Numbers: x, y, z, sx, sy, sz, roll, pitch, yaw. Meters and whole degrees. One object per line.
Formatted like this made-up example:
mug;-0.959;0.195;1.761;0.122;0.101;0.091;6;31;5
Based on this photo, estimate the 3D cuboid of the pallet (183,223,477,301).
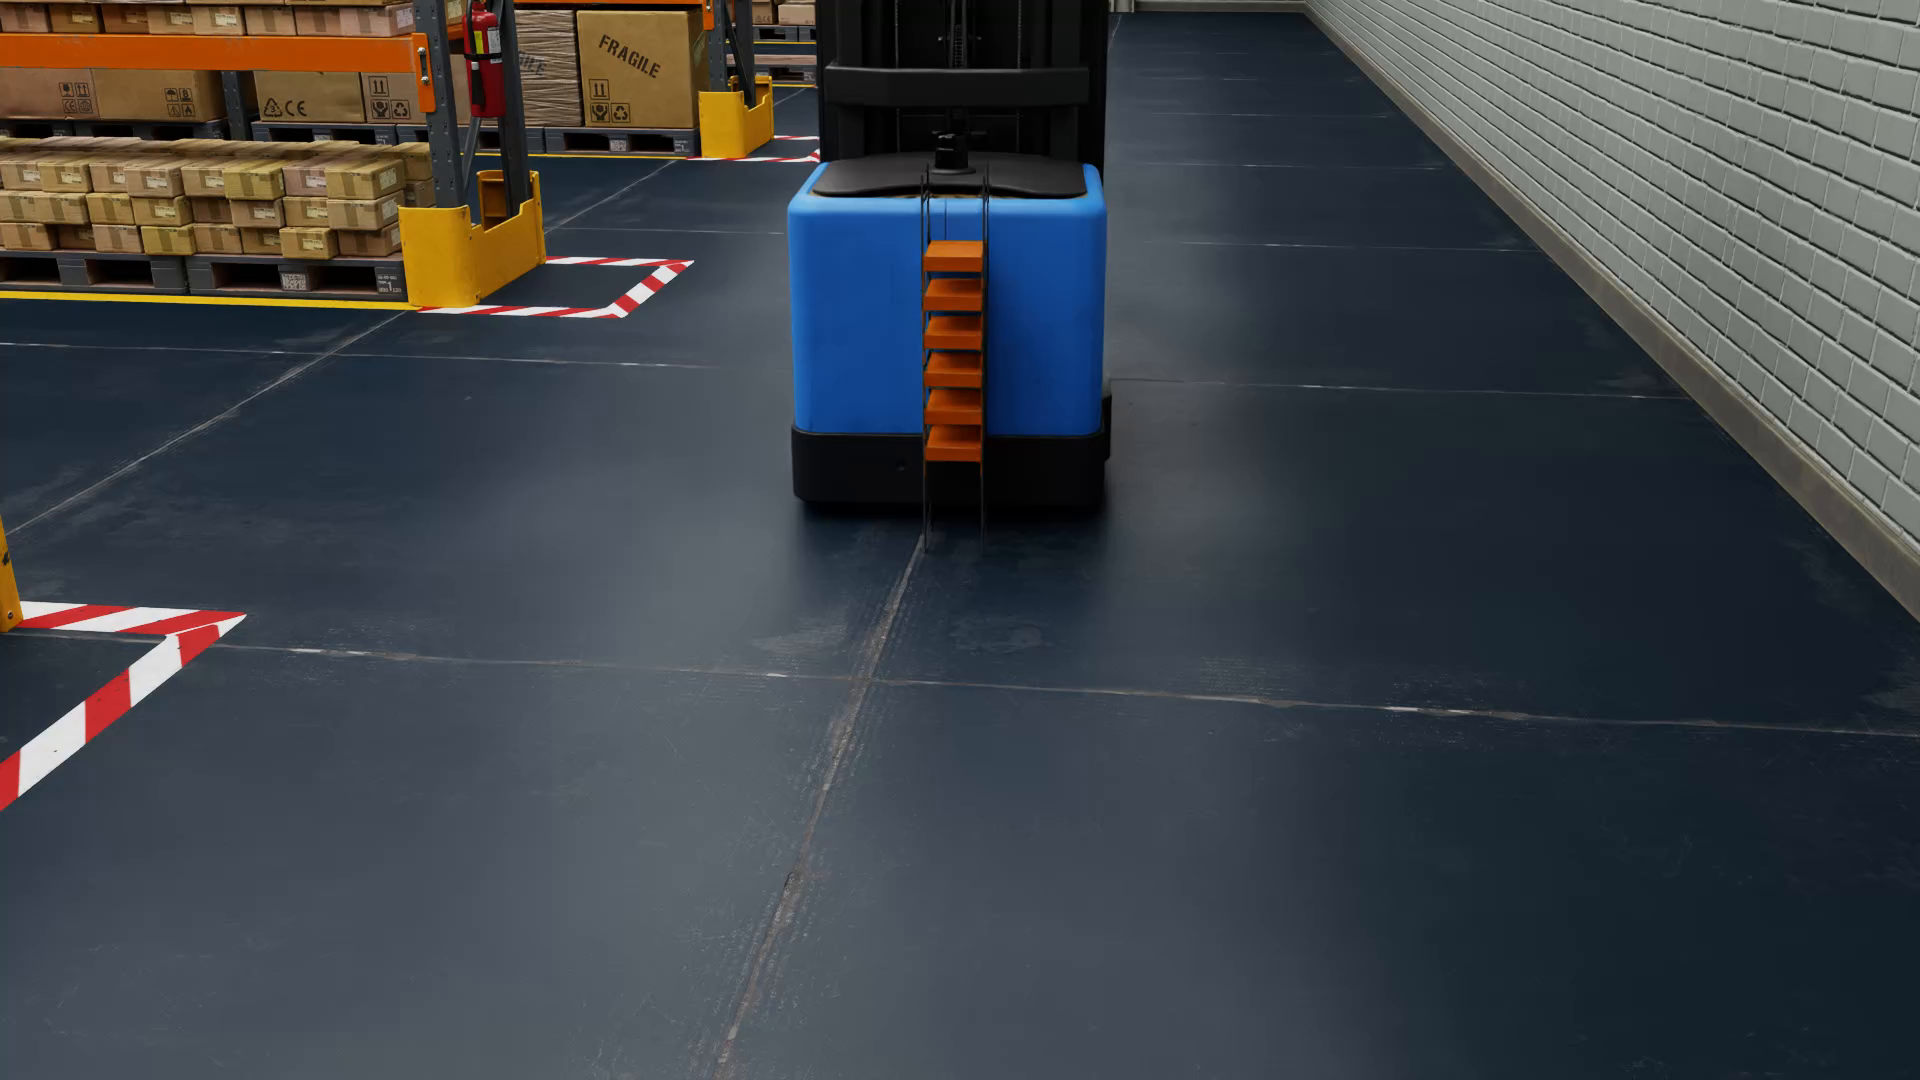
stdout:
pallet;-3.380;-1.536;9.039;1.213;0.211;1.003;2;22;6

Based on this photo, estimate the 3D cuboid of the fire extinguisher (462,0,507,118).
fire extinguisher;-2.306;-2.393;8.025;0.183;0.674;0.296;2;22;6

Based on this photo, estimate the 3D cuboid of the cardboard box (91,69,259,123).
cardboard box;-6.428;-3.989;13.768;0.875;0.875;1.225;3;22;6

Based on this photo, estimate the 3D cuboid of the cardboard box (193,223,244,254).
cardboard box;-3.815;-1.621;8.766;0.250;0.149;0.380;3;22;7

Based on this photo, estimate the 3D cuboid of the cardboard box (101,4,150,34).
cardboard box;-4.128;-2.664;8.439;0.250;0.149;0.380;2;22;4

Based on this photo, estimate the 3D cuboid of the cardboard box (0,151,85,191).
cardboard box;-4.848;-1.958;8.811;0.250;0.149;0.380;2;22;4

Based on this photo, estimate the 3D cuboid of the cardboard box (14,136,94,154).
cardboard box;-5.055;-2.158;9.316;0.250;0.149;0.380;1;22;4

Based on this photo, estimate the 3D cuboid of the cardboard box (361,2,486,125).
cardboard box;-4.250;-3.872;13.472;0.875;0.875;0.875;2;22;6

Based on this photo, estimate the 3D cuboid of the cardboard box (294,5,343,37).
cardboard box;-3.101;-2.600;8.279;0.250;0.149;0.380;2;22;6

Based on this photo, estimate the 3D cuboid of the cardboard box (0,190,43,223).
cardboard box;-4.862;-1.787;8.783;0.250;0.149;0.380;2;22;6

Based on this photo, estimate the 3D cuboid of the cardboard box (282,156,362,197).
cardboard box;-3.300;-1.890;8.638;0.250;0.149;0.380;3;22;7

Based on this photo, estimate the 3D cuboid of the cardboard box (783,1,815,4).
cardboard box;-2.148;-7.301;22.969;0.500;0.250;0.500;2;22;6

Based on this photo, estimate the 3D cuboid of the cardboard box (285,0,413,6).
cardboard box;-2.978;-2.892;8.134;0.500;0.500;0.500;3;22;7

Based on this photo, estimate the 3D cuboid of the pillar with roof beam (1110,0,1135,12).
pillar with roof beam;2.207;-11.431;22.113;0.400;9.000;9.100;2;22;6

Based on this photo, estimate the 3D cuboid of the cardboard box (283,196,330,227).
cardboard box;-3.313;-1.739;8.661;0.250;0.149;0.380;2;22;5

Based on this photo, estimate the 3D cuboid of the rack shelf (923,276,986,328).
rack shelf;-0.014;-0.737;5.140;0.180;0.103;0.258;1;22;4

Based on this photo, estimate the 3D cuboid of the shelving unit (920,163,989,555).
shelving unit;-0.014;-0.555;5.212;0.189;1.200;0.258;1;22;4

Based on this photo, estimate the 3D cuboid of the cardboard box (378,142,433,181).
cardboard box;-2.982;-2.075;9.105;0.250;0.149;0.380;2;22;4

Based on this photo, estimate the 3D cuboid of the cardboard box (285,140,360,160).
cardboard box;-3.505;-2.100;9.170;0.250;0.149;0.380;2;22;6

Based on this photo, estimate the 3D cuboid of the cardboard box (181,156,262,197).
cardboard box;-3.822;-1.889;8.636;0.250;0.149;0.380;2;22;4

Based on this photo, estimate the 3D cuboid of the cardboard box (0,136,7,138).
cardboard box;-5.584;-2.176;9.361;0.250;0.149;0.380;2;22;6

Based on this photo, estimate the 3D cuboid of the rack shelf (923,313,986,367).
rack shelf;-0.014;-0.626;5.184;0.180;0.103;0.258;1;22;4

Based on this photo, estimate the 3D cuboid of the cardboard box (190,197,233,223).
cardboard box;-3.831;-1.779;8.762;0.250;0.149;0.380;2;22;6

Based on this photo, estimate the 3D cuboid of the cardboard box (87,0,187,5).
cardboard box;-3.994;-2.935;8.242;0.500;0.500;0.500;3;22;6

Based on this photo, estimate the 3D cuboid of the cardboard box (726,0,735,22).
cardboard box;-3.276;-7.379;23.082;0.500;0.311;0.500;2;22;6

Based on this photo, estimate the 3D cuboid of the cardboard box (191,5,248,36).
cardboard box;-3.608;-2.608;8.299;0.250;0.149;0.380;3;22;8

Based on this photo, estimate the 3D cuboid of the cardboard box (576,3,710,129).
cardboard box;-2.463;-3.794;13.275;0.875;0.875;0.875;2;22;6

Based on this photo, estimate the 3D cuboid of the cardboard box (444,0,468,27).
cardboard box;-2.785;-2.799;8.780;0.250;0.149;0.380;2;22;6

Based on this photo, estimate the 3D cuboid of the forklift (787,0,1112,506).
forklift;0.018;-1.972;6.441;1.130;2.935;3.031;1;22;2

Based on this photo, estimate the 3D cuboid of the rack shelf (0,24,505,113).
rack shelf;-4.488;-2.534;8.747;4.000;0.370;1.077;2;22;6

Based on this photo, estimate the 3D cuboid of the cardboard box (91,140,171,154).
cardboard box;-4.552;-2.100;9.170;0.250;0.149;0.380;3;22;6

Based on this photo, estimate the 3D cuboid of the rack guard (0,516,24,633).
rack guard;-2.960;0.193;4.271;0.348;0.500;1.175;2;22;6

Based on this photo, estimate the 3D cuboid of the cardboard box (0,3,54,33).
cardboard box;-4.646;-2.672;8.461;0.250;0.149;0.380;3;22;8

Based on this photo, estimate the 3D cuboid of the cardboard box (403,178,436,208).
cardboard box;-2.992;-1.906;9.083;0.250;0.149;0.380;3;22;9

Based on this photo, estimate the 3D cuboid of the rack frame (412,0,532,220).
rack frame;-2.502;-2.782;8.396;0.127;3.000;1.000;2;22;6

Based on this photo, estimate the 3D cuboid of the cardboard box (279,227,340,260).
cardboard box;-3.316;-1.572;8.643;0.250;0.149;0.380;3;22;8

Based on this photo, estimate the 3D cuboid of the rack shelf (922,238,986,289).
rack shelf;-0.014;-0.849;5.096;0.180;0.103;0.258;1;22;4

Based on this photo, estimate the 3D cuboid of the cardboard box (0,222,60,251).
cardboard box;-4.857;-1.650;8.840;0.250;0.149;0.380;2;22;5

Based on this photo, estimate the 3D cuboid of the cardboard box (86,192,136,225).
cardboard box;-4.344;-1.766;8.728;0.250;0.149;0.380;4;22;9

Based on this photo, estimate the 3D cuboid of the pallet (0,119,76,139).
pallet;-7.780;-3.522;14.062;1.213;0.211;1.003;2;22;6

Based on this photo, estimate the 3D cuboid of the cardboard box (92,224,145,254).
cardboard box;-4.345;-1.628;8.785;0.250;0.149;0.380;3;22;7

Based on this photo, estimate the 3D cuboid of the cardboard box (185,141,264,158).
cardboard box;-4.035;-2.096;9.159;0.250;0.149;0.380;3;22;8

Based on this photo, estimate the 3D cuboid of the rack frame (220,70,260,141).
rack frame;-5.790;-4.761;13.403;0.127;3.000;1.000;2;22;6

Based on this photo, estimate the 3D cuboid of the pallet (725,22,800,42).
pallet;-2.724;-6.999;22.857;1.213;0.211;1.003;2;22;6

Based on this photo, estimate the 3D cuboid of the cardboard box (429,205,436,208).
cardboard box;-2.984;-1.791;9.196;0.250;0.149;0.380;3;22;7

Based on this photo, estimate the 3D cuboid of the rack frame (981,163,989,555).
rack frame;0.078;-0.553;5.206;0.006;1.200;0.240;1;22;4

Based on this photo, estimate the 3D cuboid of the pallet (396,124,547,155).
pallet;-3.829;-3.351;13.629;1.213;0.211;1.003;2;22;6

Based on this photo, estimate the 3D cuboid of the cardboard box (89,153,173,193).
cardboard box;-4.344;-1.932;8.745;0.250;0.149;0.380;2;22;4

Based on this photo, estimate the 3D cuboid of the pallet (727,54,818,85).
pallet;-2.049;-5.150;18.178;1.213;0.211;1.003;2;22;6
